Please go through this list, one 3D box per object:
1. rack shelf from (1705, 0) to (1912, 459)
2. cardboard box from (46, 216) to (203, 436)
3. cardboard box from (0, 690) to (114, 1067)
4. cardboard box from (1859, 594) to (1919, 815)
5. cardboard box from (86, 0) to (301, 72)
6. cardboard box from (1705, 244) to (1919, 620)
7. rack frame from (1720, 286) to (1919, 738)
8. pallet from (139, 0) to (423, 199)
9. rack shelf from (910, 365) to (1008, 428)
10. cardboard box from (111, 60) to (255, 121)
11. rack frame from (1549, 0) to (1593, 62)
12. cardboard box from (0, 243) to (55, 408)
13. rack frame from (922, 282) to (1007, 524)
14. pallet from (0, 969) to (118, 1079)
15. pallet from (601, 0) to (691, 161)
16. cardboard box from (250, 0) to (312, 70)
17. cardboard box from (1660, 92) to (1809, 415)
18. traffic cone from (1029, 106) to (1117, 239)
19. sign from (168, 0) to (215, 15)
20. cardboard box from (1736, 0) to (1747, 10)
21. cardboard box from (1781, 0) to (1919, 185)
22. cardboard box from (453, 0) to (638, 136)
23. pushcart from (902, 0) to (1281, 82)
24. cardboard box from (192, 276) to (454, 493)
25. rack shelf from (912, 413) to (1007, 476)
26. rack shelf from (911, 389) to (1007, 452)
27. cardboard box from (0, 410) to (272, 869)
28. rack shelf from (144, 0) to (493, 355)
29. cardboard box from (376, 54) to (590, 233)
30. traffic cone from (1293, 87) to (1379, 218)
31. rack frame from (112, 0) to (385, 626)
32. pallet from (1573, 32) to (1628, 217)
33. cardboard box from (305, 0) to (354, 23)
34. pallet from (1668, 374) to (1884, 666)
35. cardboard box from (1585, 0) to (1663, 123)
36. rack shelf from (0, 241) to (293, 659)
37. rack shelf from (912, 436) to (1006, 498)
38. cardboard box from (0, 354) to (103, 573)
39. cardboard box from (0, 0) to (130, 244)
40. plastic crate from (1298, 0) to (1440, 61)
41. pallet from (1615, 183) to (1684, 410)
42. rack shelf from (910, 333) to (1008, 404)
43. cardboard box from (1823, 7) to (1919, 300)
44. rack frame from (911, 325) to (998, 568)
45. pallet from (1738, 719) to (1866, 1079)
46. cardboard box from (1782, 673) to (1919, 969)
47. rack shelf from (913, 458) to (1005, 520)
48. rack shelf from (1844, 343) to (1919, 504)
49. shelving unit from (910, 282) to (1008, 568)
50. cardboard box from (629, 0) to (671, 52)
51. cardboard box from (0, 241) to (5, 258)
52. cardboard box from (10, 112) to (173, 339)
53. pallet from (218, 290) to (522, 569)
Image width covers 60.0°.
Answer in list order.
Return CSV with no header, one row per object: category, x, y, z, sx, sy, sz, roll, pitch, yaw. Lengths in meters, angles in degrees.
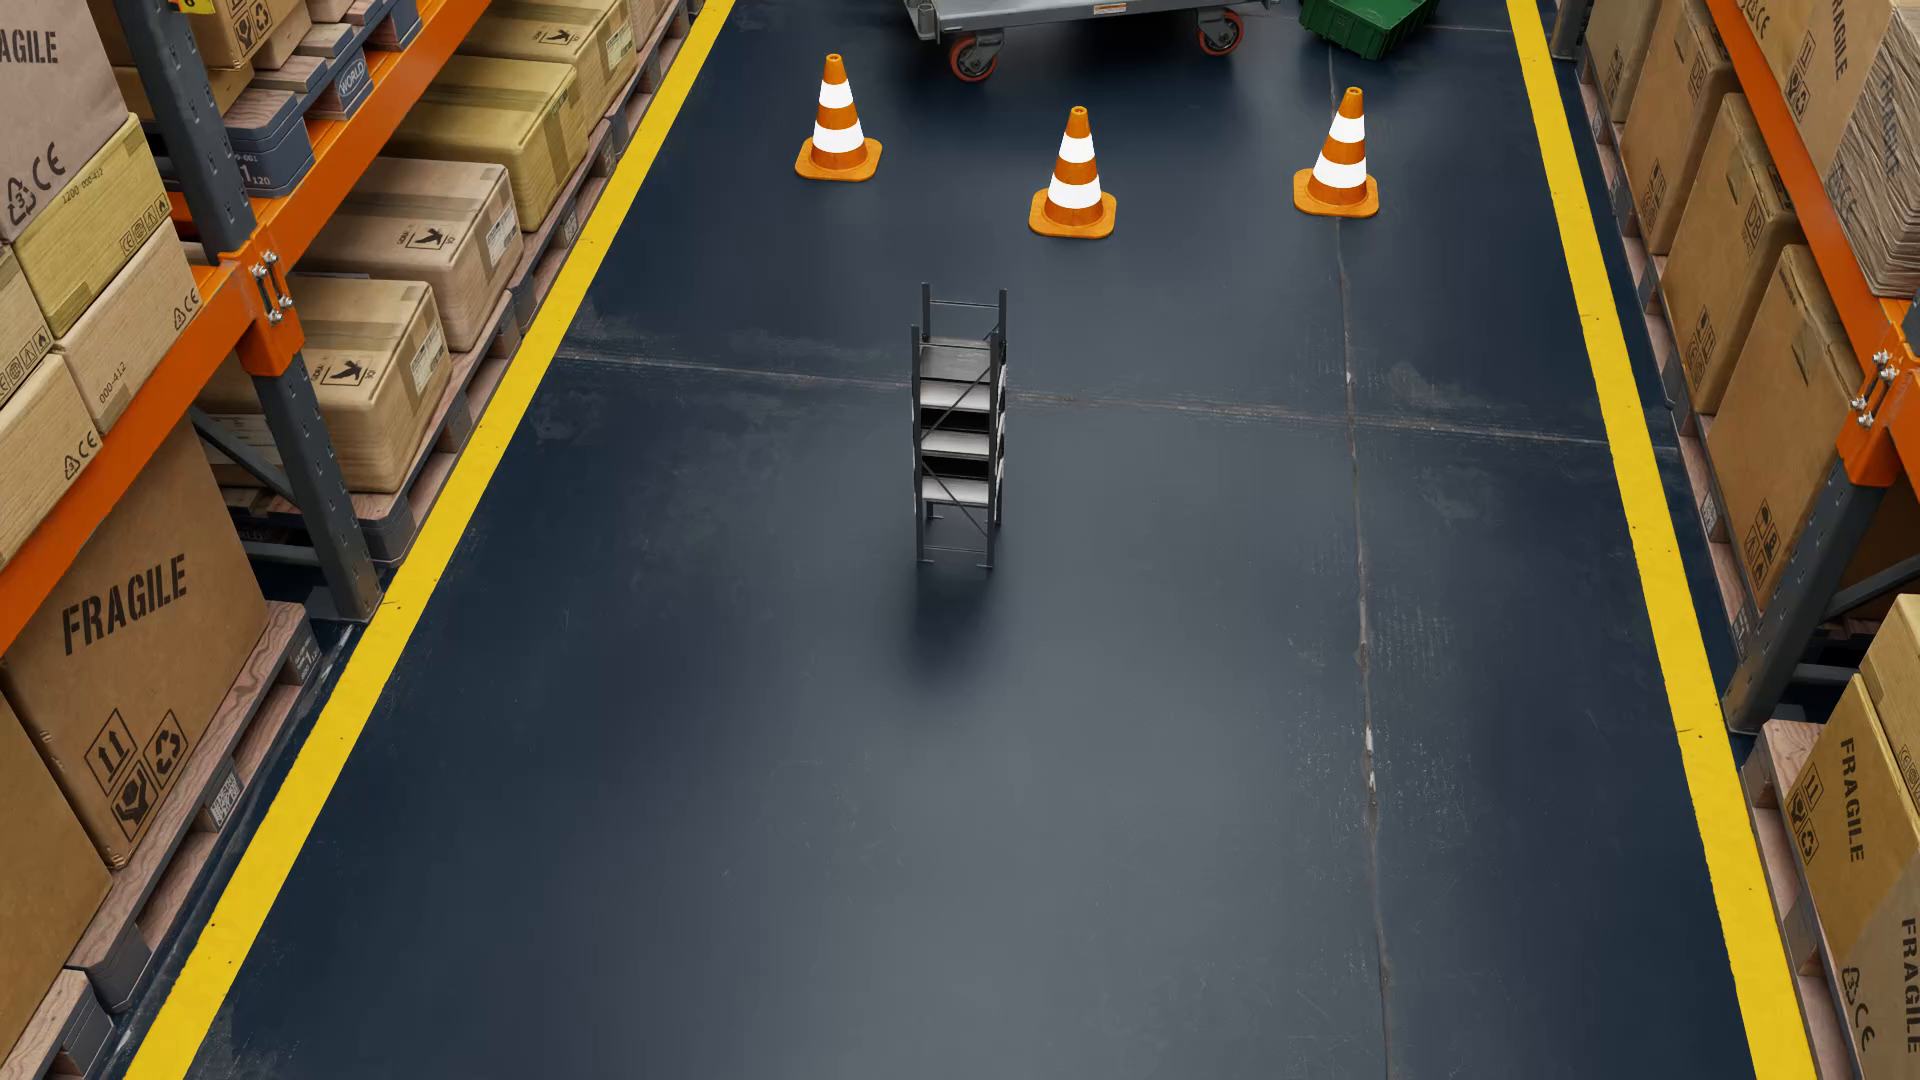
rack shelf,2.928,-1.641,5.324,1.077,0.370,4.000,5,44,6
cardboard box,-2.066,-0.497,3.702,0.500,0.250,0.500,4,44,4
cardboard box,-2.552,0.770,3.495,0.875,0.875,0.875,6,44,6
cardboard box,2.332,0.392,3.622,0.500,0.250,0.500,3,44,4
cardboard box,-1.968,-1.502,4.060,0.500,0.500,0.500,4,44,4
cardboard box,2.833,-0.281,4.696,1.050,0.750,0.750,5,44,5
rack frame,2.663,-0.539,3.637,1.000,3.000,0.127,5,44,6
pallet,-2.268,-1.346,4.629,1.213,0.211,1.003,5,44,6
rack shelf,-0.001,-0.428,4.834,0.258,0.077,0.200,5,44,6
cardboard box,-2.029,-1.186,4.198,0.380,0.149,0.250,3,44,3
rack frame,3.192,-3.265,6.516,1.000,3.000,0.127,5,44,6
cardboard box,-2.133,-0.344,3.177,0.500,0.250,0.500,4,44,4
rack frame,0.012,-0.391,5.008,0.240,0.900,0.006,5,44,6
pallet,-2.599,1.452,3.563,1.003,0.211,1.213,5,44,6
pallet,-1.829,-2.103,7.317,1.003,0.211,1.213,5,44,6
cardboard box,-1.959,-1.375,4.398,0.380,0.149,0.250,3,44,3
cardboard box,2.945,-0.877,5.326,1.050,0.750,0.750,6,44,6
traffic cone,0.449,-1.464,6.459,0.336,0.463,0.334,5,44,6
sign,-1.706,-1.292,3.591,0.100,0.325,0.005,5,44,6
cardboard box,2.654,-1.937,5.041,0.500,0.500,0.500,6,44,6
cardboard box,2.524,-1.246,4.312,0.500,0.500,0.500,5,44,6
cardboard box,-1.886,-1.996,6.782,0.950,0.372,0.625,8,44,8
pushcart,0.539,-2.521,7.638,1.648,0.377,0.936,-9,44,-9
cardboard box,-2.172,-0.502,5.205,0.950,0.372,0.625,3,43,3
rack shelf,-0.001,-0.297,4.958,0.258,0.077,0.200,5,44,6
rack shelf,-0.001,-0.362,4.896,0.258,0.077,0.200,5,44,6
cardboard box,-2.430,0.162,4.137,0.875,0.875,0.875,5,44,5
rack shelf,-1.992,-2.022,5.727,1.077,0.370,4.000,5,44,6
cardboard box,-1.976,-1.522,6.282,0.950,0.372,0.625,7,44,7
traffic cone,1.518,-1.567,6.568,0.336,0.463,0.334,5,44,6
rack frame,-2.256,-0.920,4.040,1.000,3.000,0.127,5,44,6
pallet,3.165,-1.720,6.913,1.003,0.211,1.213,5,44,6
cardboard box,-1.877,-1.558,4.591,0.380,0.149,0.250,3,44,3
pallet,2.842,-0.057,5.156,1.003,0.211,1.213,5,44,6
cardboard box,3.199,-2.169,6.690,1.050,0.750,0.750,5,44,5
rack shelf,-2.521,0.704,2.848,1.077,0.370,4.000,5,44,6
rack shelf,-0.001,-0.232,5.020,0.258,0.077,0.200,5,44,6
cardboard box,-2.118,-0.148,3.333,0.500,0.250,0.500,6,44,6
cardboard box,-2.066,-0.943,3.264,0.500,0.500,0.500,4,44,4
plastic crate,1.917,-2.502,7.714,0.450,0.188,0.662,35,53,18
pallet,3.006,-0.886,6.032,1.003,0.211,1.213,5,44,6
rack shelf,-0.001,-0.493,4.772,0.258,0.077,0.200,5,44,6
cardboard box,2.457,-0.906,3.953,0.500,0.500,0.500,5,44,6
rack frame,-0.015,-0.252,4.862,0.240,0.900,0.006,5,44,6
pallet,2.559,1.006,4.034,1.003,0.211,1.213,5,44,6
cardboard box,2.317,0.675,3.868,0.500,0.500,0.500,4,44,4
rack shelf,-0.001,-0.166,5.081,0.258,0.077,0.200,5,44,6
rack shelf,2.399,1.085,2.445,1.077,0.370,4.000,5,44,6
shelving unit,-0.001,-0.321,4.935,0.258,0.900,0.210,5,44,6
cardboard box,-1.795,-2.487,7.300,0.950,0.372,0.625,6,44,6
cardboard box,-2.125,-0.593,2.894,0.500,0.500,0.500,6,44,6
cardboard box,-2.069,-0.694,3.546,0.500,0.250,0.500,5,44,5
pallet,-2.152,-0.440,5.561,1.003,0.211,1.213,5,44,6
